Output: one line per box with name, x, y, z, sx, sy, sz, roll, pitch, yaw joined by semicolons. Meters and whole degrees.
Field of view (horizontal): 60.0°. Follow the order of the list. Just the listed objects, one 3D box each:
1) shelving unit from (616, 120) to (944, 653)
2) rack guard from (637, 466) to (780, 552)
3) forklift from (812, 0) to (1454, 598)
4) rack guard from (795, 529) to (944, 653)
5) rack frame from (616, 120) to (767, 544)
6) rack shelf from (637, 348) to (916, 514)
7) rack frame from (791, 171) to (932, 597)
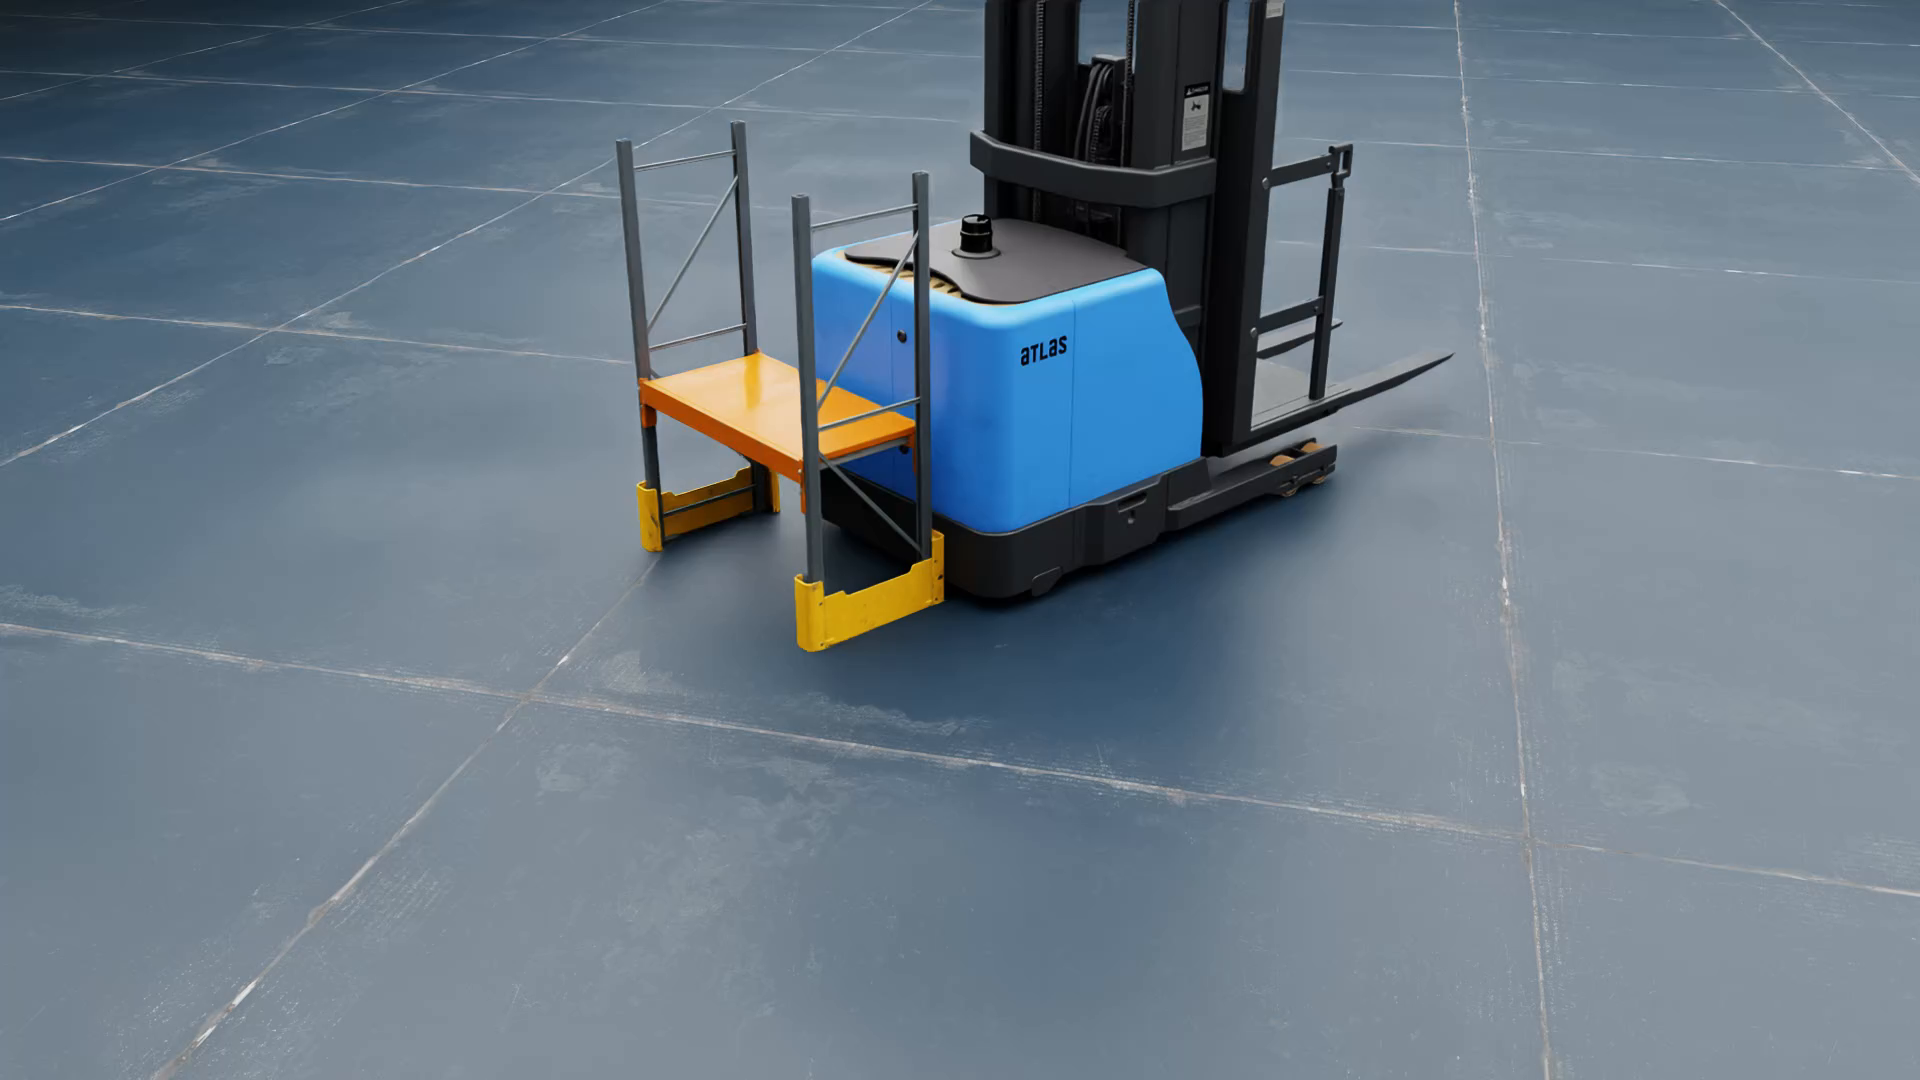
shelving unit;-0.620;-0.561;5.683;0.587;1.500;1.083;-20;32;-36
rack guard;-0.943;-0.159;6.294;0.587;0.250;0.087;-20;32;-36
forklift;0.887;-1.642;6.290;3.031;2.935;1.130;-21;33;-37
rack guard;-0.297;0.166;5.610;0.587;0.250;0.087;-20;32;-36
rack frame;-0.956;-0.730;6.039;0.500;1.500;0.032;-20;32;-36
rack shelf;-0.626;-0.401;5.767;0.538;0.185;1.000;-20;32;-36
rack frame;-0.296;-0.398;5.340;0.500;1.500;0.032;-20;32;-36
